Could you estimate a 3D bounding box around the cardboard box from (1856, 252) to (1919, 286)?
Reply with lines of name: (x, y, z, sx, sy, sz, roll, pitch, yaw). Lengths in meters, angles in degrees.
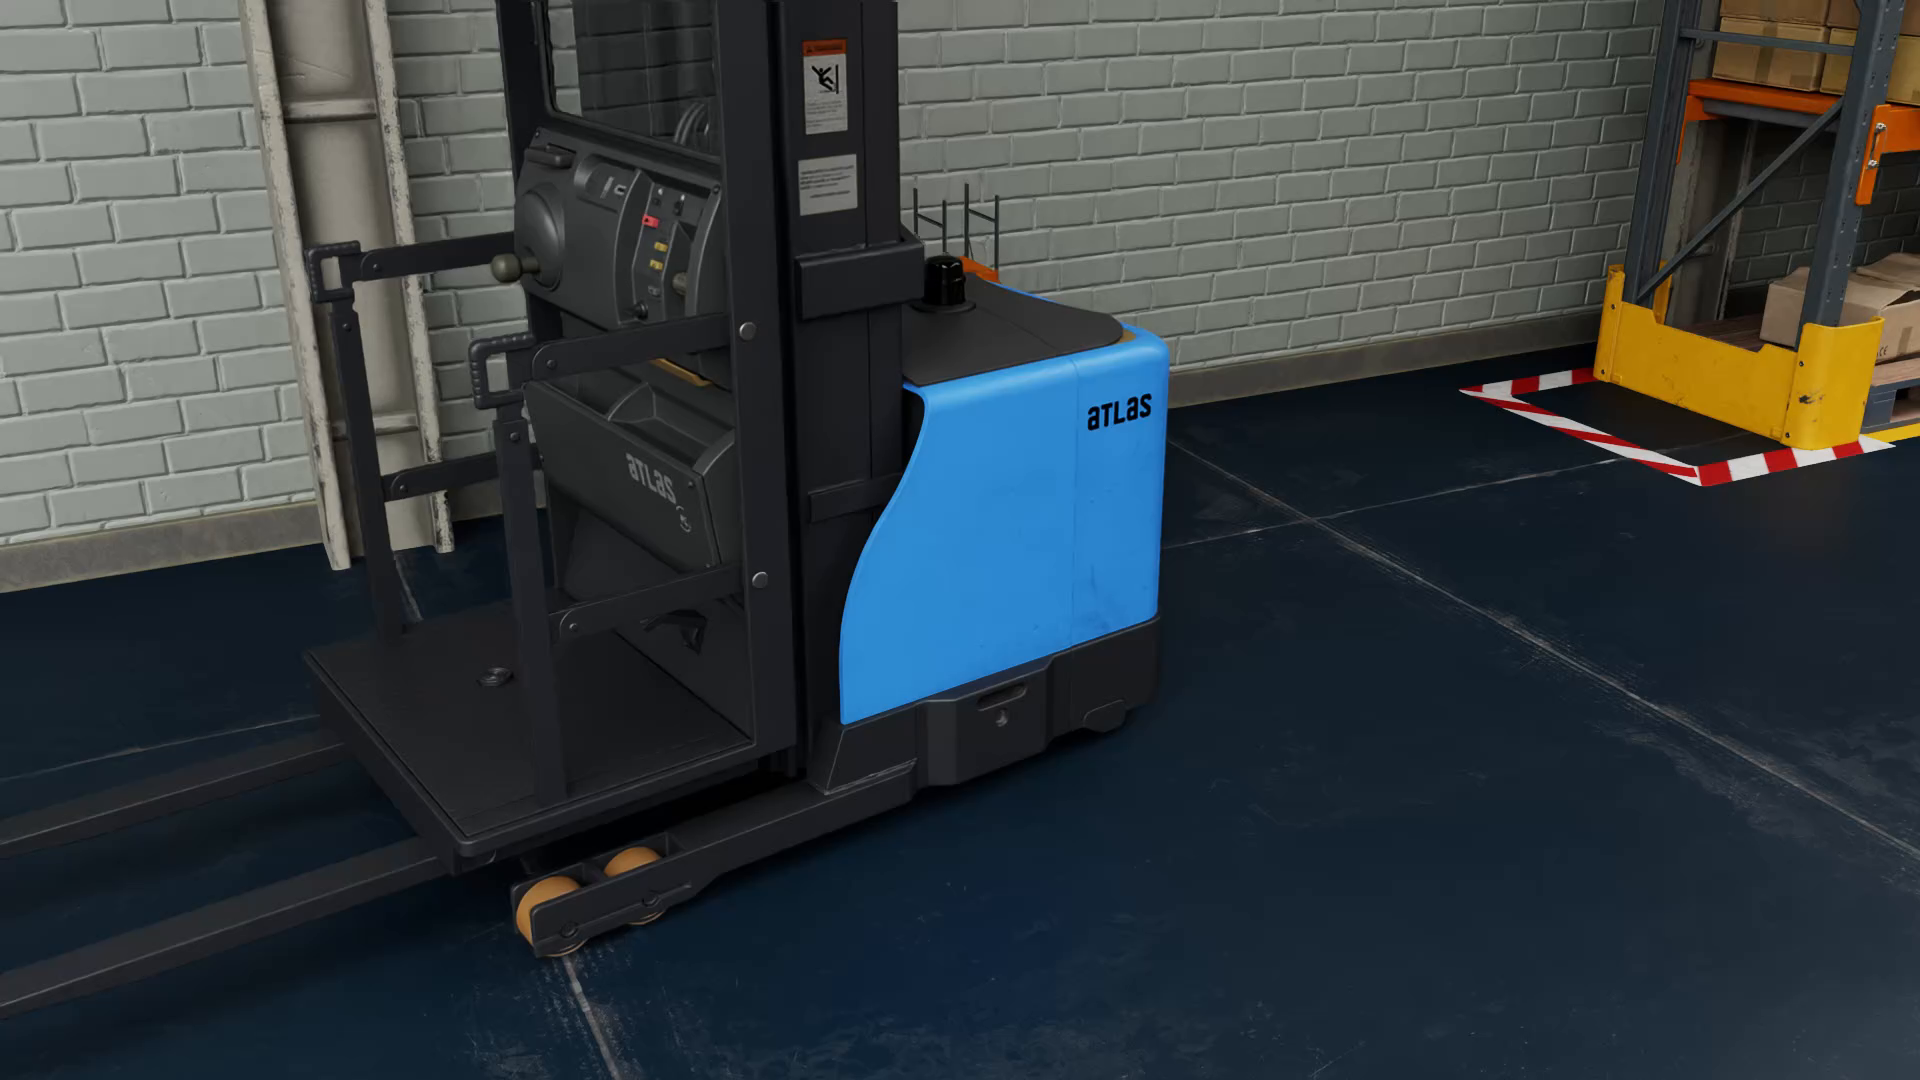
cardboard box: (4.364, -1.090, 7.402, 0.500, 0.311, 0.500, -8, 24, -19)

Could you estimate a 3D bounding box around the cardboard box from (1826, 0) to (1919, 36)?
cardboard box: (3.749, -2.213, 6.364, 0.500, 0.500, 0.500, -10, 25, -24)

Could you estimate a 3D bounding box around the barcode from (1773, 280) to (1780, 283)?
barcode: (3.693, -1.141, 7.512, 0.075, 0.075, 0.001, -10, 25, -24)

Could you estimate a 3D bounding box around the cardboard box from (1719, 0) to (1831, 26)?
cardboard box: (3.521, -2.389, 6.789, 0.500, 0.500, 0.500, -11, 25, -24)

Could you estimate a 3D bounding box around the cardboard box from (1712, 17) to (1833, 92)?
cardboard box: (3.525, -2.035, 6.915, 0.500, 0.250, 0.500, -10, 25, -23)

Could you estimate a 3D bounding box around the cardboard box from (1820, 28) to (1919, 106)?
cardboard box: (3.765, -1.863, 6.498, 0.500, 0.250, 0.500, -11, 25, -25)

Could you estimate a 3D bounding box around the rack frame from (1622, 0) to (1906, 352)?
rack frame: (3.188, -1.951, 6.541, 0.127, 3.000, 1.000, -10, 25, -24)

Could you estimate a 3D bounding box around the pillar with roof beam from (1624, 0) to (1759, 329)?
pillar with roof beam: (5.311, -3.654, 2.811, 0.400, 9.000, 9.100, -10, 25, -24)

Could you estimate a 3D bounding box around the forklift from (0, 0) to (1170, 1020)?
forklift: (-0.939, -0.687, 3.576, 3.031, 2.935, 1.130, -16, 27, -33)

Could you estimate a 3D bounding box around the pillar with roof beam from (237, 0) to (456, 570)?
pillar with roof beam: (-0.096, -2.658, 0.406, 0.400, 9.000, 9.100, -10, 25, -24)

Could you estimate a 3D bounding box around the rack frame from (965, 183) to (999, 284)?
rack frame: (0.069, -0.567, 5.551, 0.006, 1.200, 0.240, -10, 25, -24)

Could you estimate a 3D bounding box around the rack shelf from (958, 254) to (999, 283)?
rack shelf: (-0.013, -0.844, 5.394, 0.180, 0.103, 0.258, -10, 25, -24)

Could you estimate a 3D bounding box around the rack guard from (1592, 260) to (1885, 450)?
rack guard: (3.257, -0.809, 7.050, 0.348, 0.500, 1.175, -10, 25, -24)

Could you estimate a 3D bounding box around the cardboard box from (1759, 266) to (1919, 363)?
cardboard box: (3.851, -0.996, 7.174, 0.500, 0.311, 0.500, -14, 26, -30)

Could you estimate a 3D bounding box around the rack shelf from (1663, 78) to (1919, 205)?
rack shelf: (4.990, -1.950, 7.481, 4.000, 0.370, 1.077, -10, 25, -24)

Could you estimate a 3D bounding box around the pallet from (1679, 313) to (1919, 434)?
pallet: (4.004, -0.798, 7.401, 1.213, 0.211, 1.003, -10, 25, -24)

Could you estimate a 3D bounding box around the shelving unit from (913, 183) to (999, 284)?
shelving unit: (-0.013, -0.552, 5.515, 0.189, 1.200, 0.258, -10, 25, -24)

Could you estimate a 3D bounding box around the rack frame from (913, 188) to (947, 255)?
rack frame: (-0.095, -0.537, 5.478, 0.006, 1.200, 0.240, -10, 25, -24)
